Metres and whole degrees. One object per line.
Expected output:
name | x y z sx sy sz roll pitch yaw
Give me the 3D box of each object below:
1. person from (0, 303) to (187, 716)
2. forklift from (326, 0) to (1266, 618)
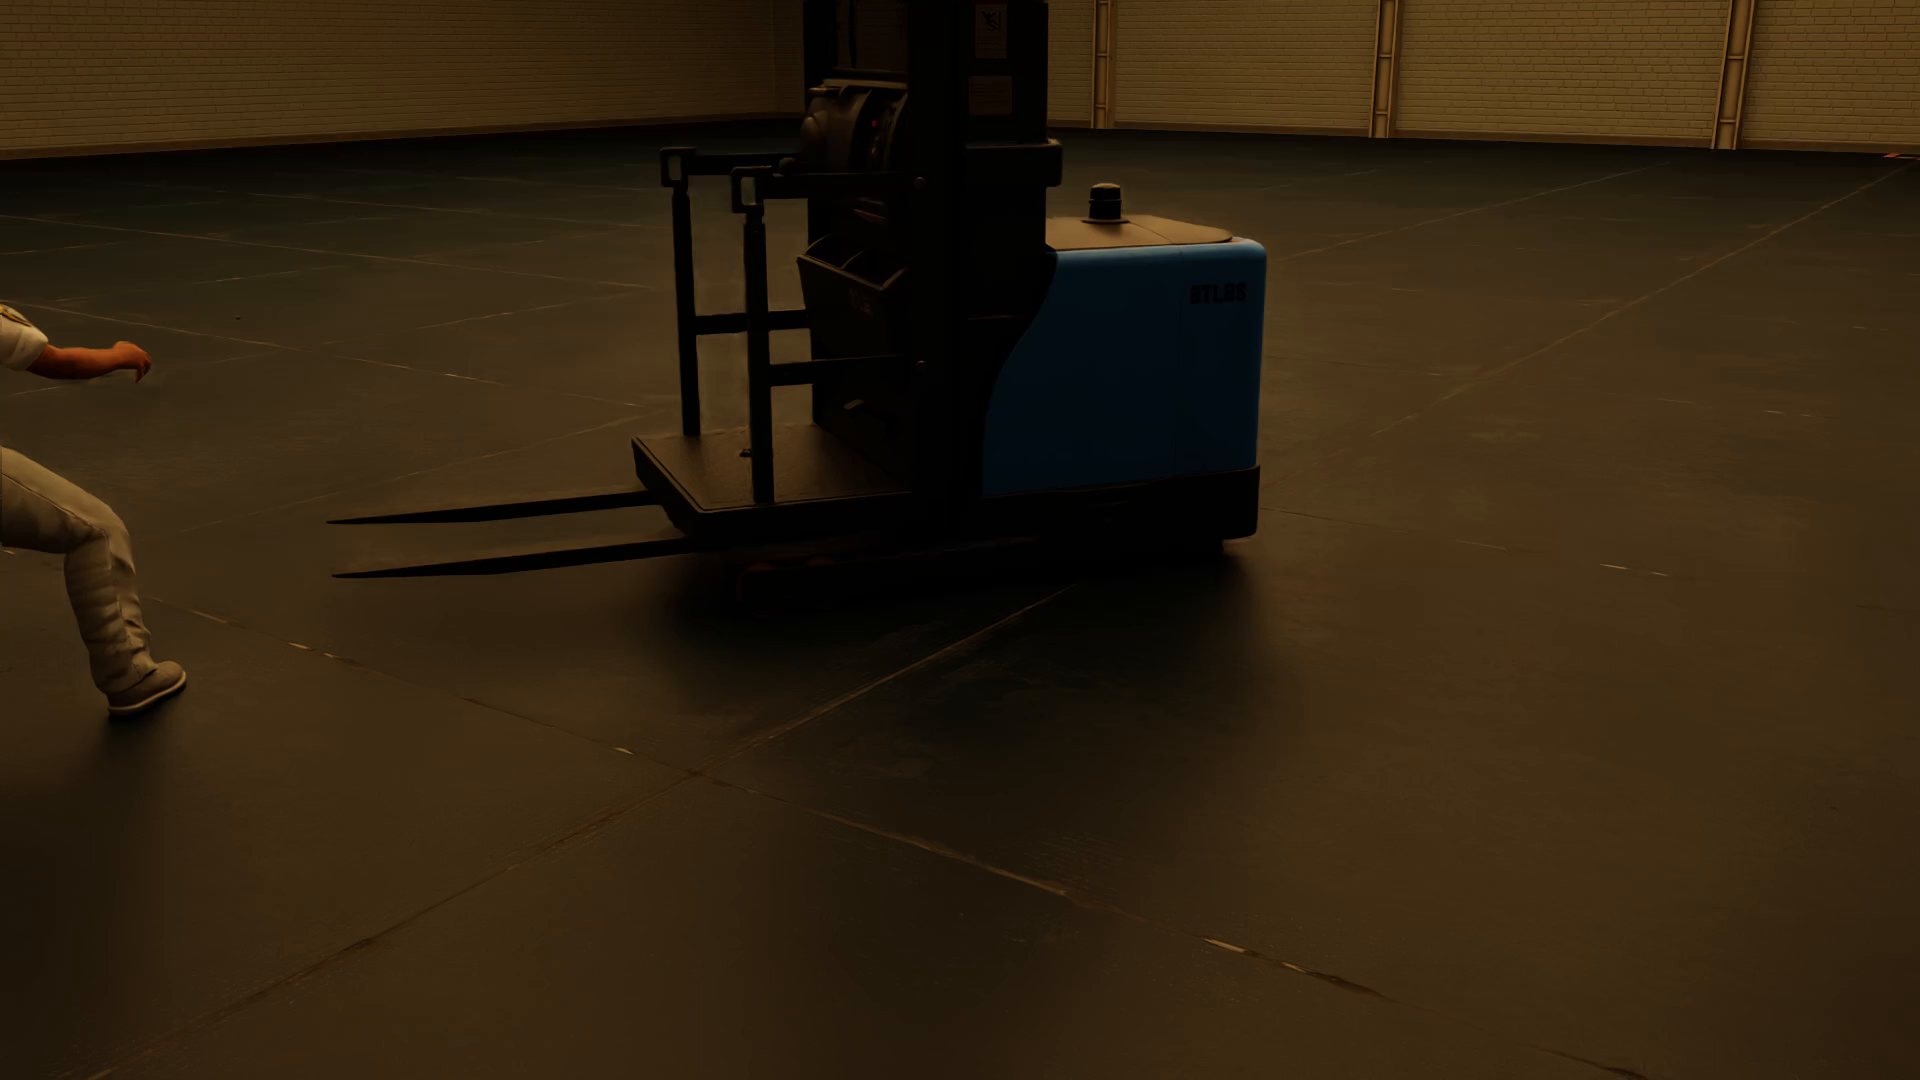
person | -2.588 -0.285 4.341 0.908 1.463 0.726 4 17 15
forklift | -0.535 -1.335 5.296 3.031 2.935 1.130 -6 18 -21
